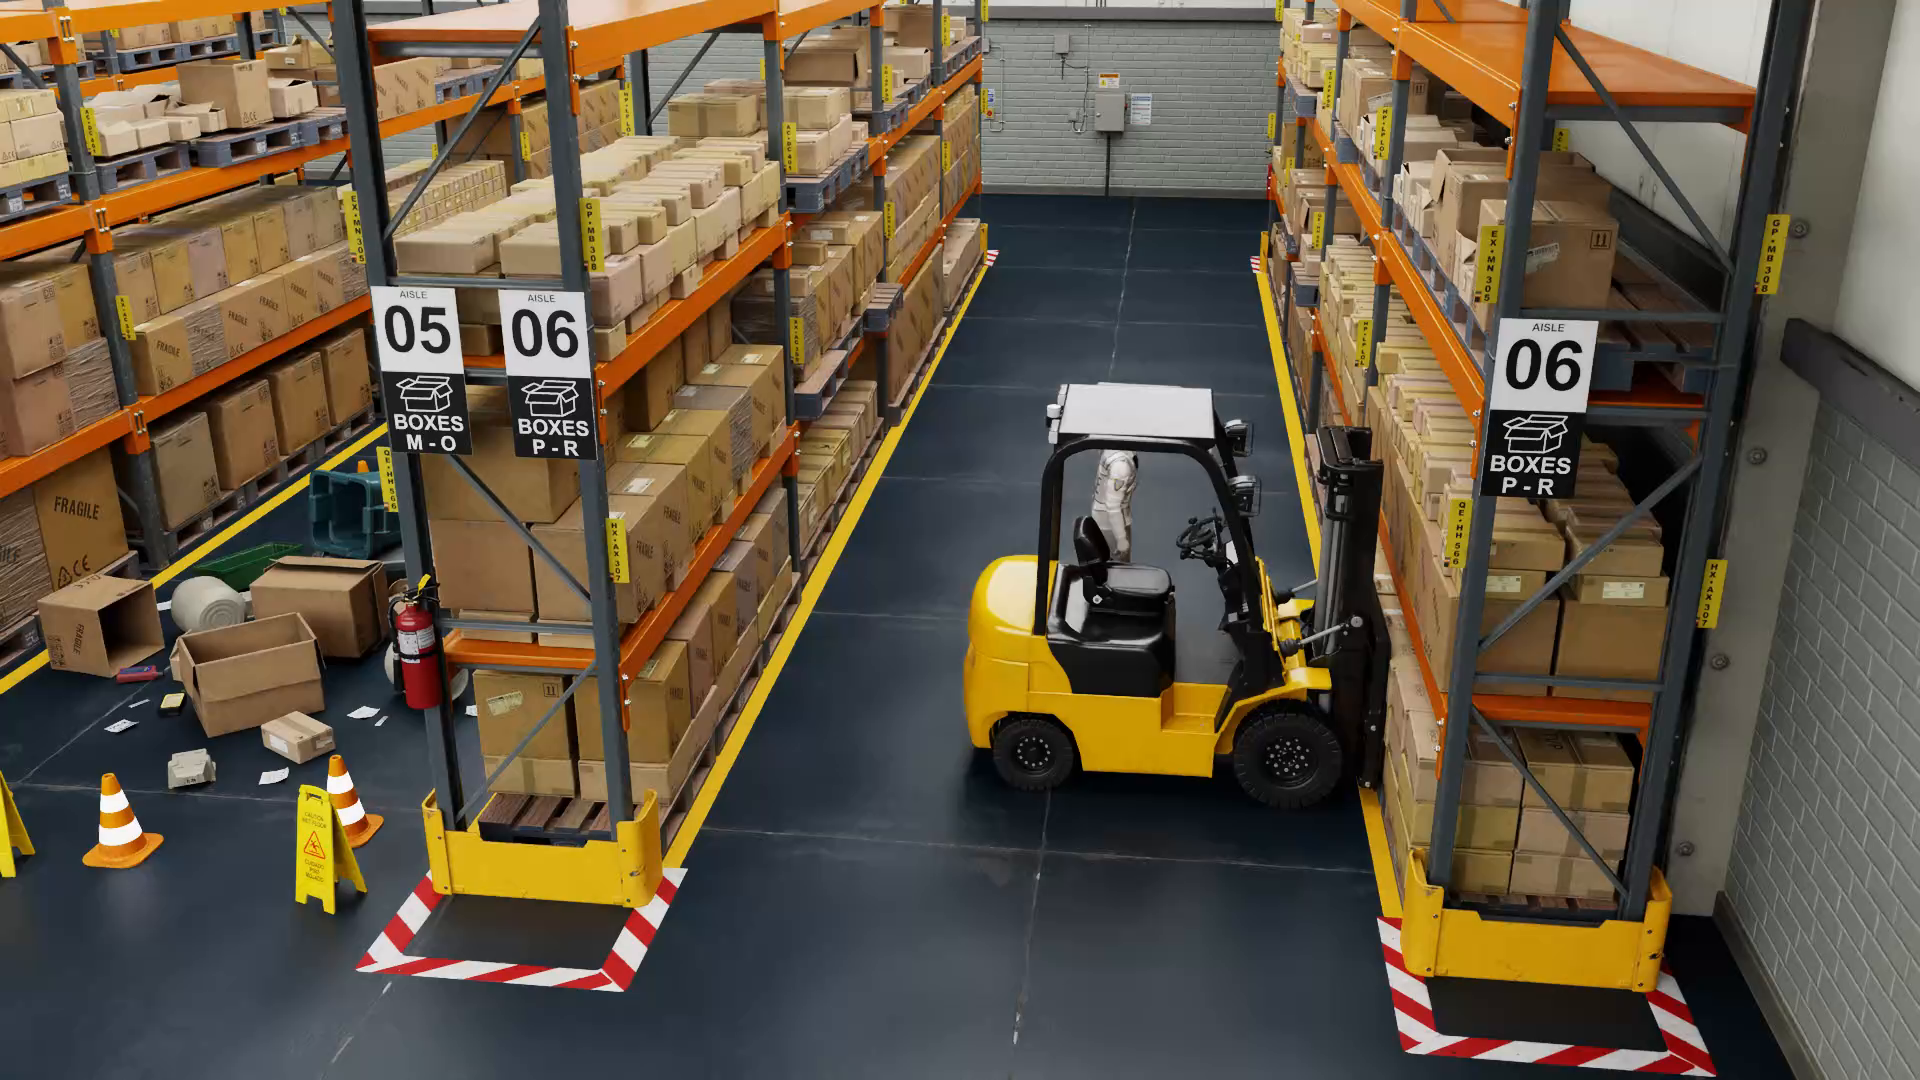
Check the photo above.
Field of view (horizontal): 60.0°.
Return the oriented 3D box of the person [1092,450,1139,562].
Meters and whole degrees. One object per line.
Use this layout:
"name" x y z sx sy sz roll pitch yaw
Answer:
"person" 1.073 -0.079 11.281 0.374 1.663 0.528 2 21 6
